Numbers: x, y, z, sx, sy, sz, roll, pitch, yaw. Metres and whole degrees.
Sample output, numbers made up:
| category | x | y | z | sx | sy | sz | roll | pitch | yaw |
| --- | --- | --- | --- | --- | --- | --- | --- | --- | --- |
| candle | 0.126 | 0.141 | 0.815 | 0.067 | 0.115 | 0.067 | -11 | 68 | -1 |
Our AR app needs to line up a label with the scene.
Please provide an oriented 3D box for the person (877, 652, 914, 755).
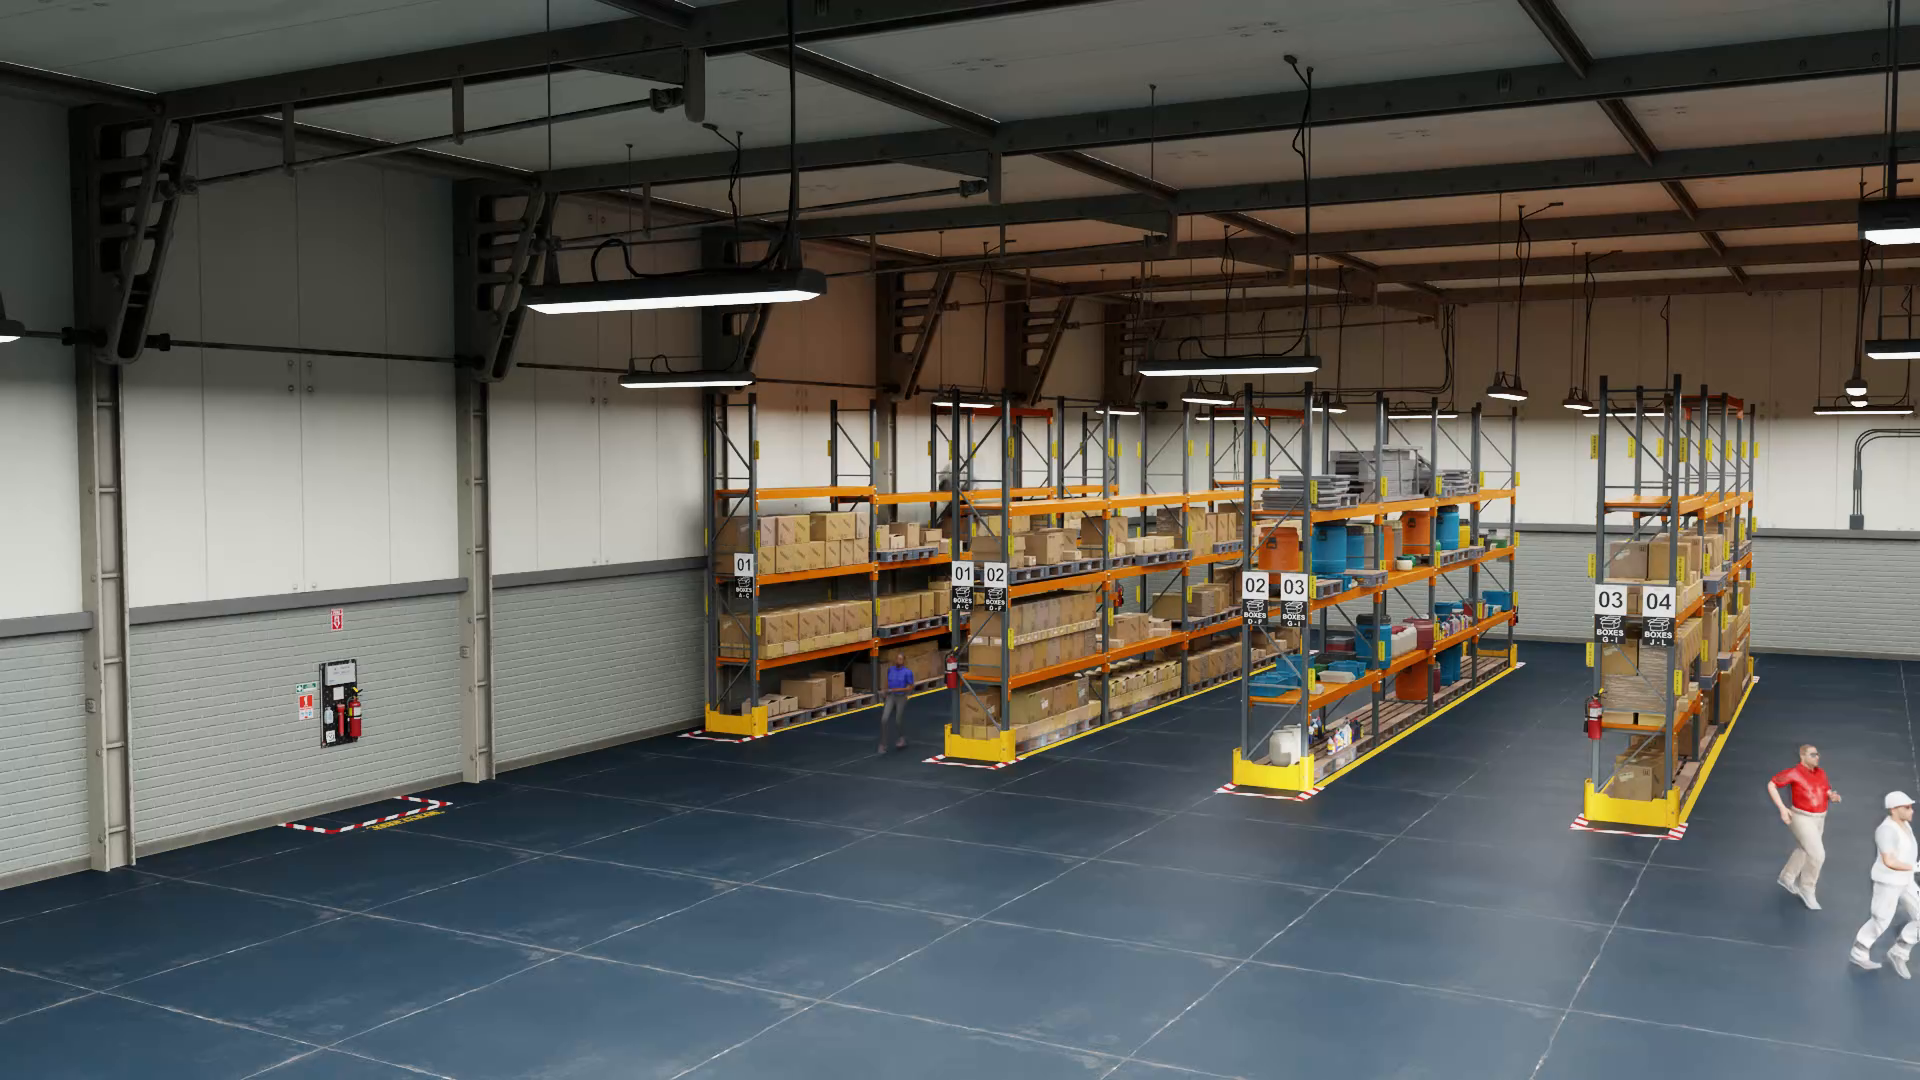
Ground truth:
| category | x | y | z | sx | sy | sz | roll | pitch | yaw |
| --- | --- | --- | --- | --- | --- | --- | --- | --- | --- |
| person | -1.029 | 2.697 | 27.663 | 0.593 | 1.677 | 0.841 | 1 | 3 | 20 |

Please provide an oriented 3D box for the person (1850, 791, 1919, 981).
| category | x | y | z | sx | sy | sz | roll | pitch | yaw |
| --- | --- | --- | --- | --- | --- | --- | --- | --- | --- |
| person | 8.853 | 3.261 | 15.699 | 0.643 | 1.796 | 0.805 | -2 | 4 | -33 |

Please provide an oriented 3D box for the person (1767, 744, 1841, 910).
| category | x | y | z | sx | sy | sz | roll | pitch | yaw |
| --- | --- | --- | --- | --- | --- | --- | --- | --- | --- |
| person | 9.357 | 3.159 | 18.372 | 0.633 | 1.802 | 0.776 | -2 | 3 | -28 |
